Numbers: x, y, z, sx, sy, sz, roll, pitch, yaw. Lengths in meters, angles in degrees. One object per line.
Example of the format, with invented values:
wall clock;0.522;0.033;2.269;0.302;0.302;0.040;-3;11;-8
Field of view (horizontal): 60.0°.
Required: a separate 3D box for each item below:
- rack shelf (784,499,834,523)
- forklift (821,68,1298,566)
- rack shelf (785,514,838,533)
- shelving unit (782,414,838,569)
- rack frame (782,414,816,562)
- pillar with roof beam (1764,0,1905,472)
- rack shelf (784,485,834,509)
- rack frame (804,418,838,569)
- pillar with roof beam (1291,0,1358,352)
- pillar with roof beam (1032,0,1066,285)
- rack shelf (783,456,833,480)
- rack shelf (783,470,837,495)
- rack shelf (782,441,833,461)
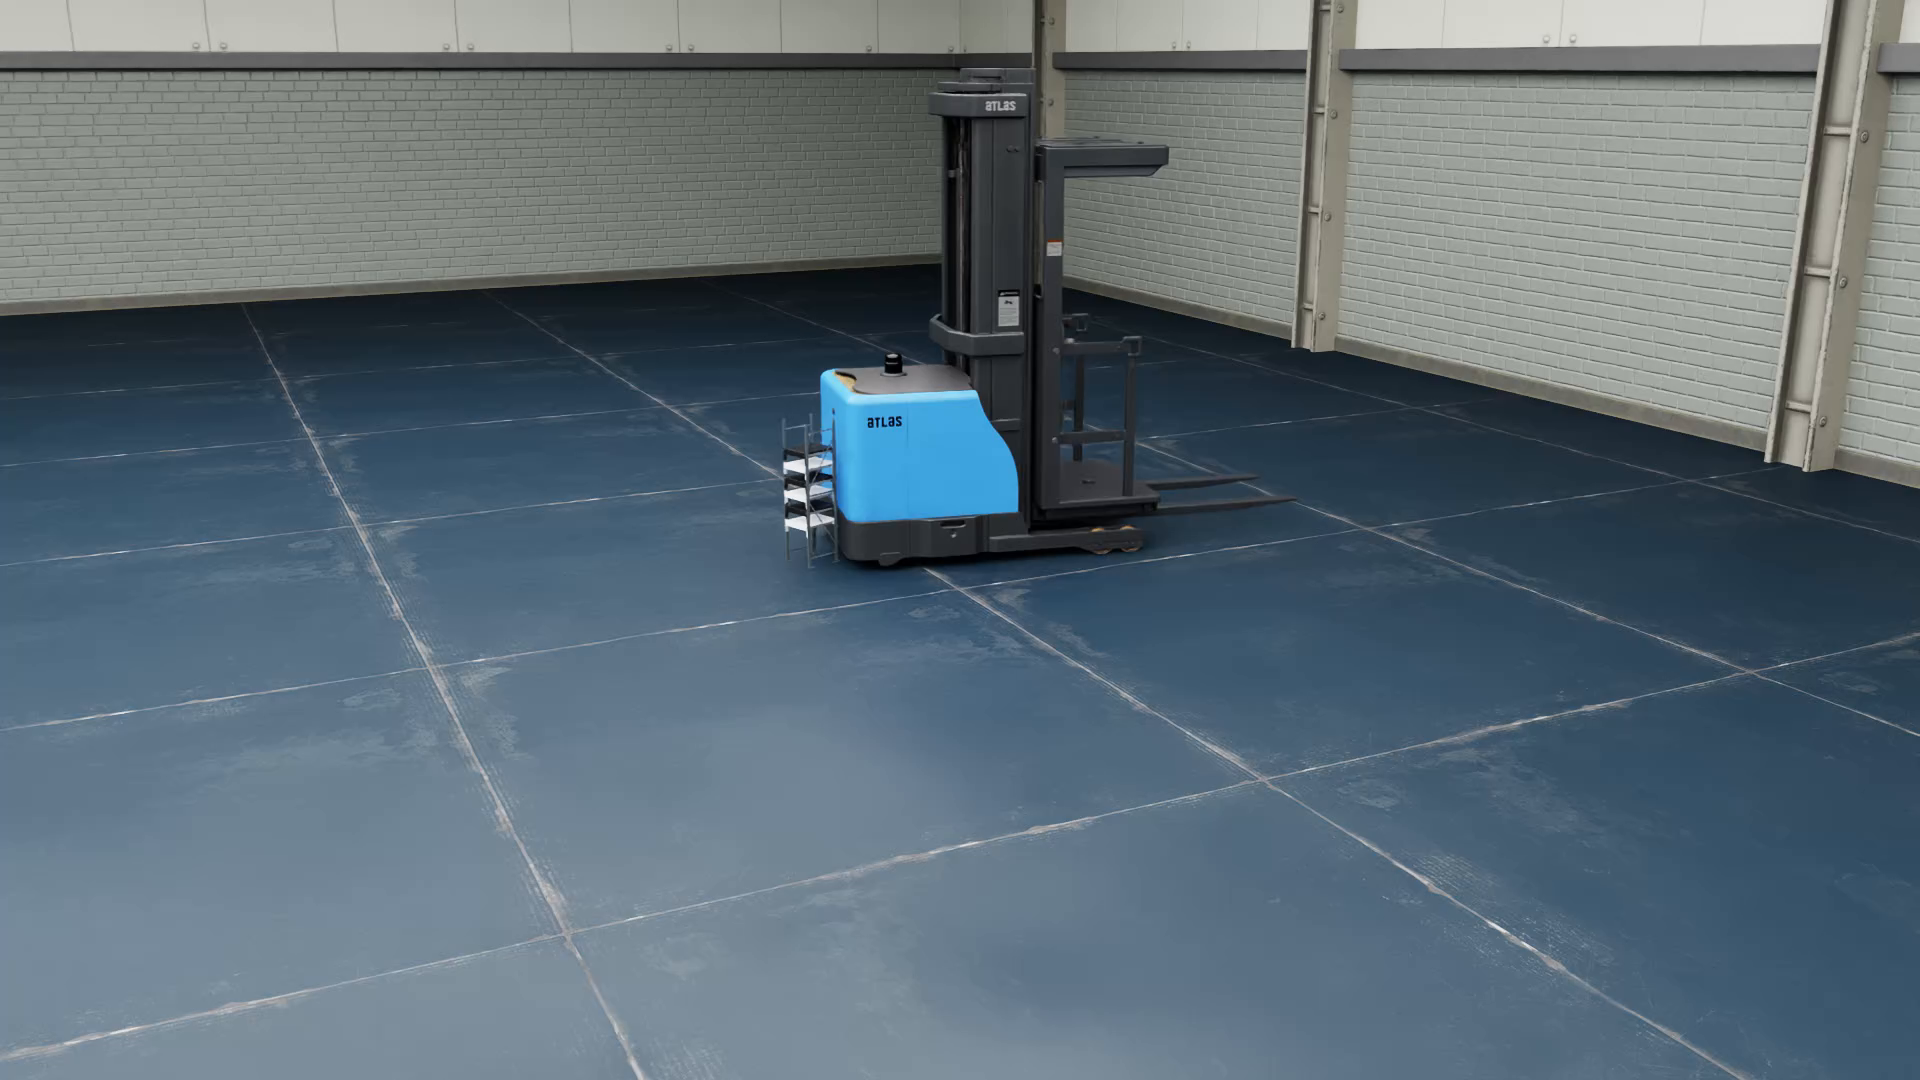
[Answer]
rack shelf;-0.914;-0.181;10.196;0.200;0.077;0.258;15;22;42
forklift;0.669;-1.451;10.495;3.031;2.935;1.130;-4;17;-14
rack shelf;-0.914;-0.094;10.221;0.200;0.077;0.258;15;22;42
shelving unit;-0.914;-0.299;10.162;0.210;0.900;0.258;15;22;42
rack frame;-0.987;-0.319;10.230;0.006;0.900;0.240;15;22;42
pillar with roof beam;2.577;-4.385;9.717;9.100;9.000;0.400;-8;18;-25
rack shelf;-0.914;-0.267;10.171;0.200;0.077;0.258;15;22;42
rack frame;-0.841;-0.280;10.094;0.006;0.900;0.240;15;22;42
pillar with roof beam;-0.052;-5.873;14.902;9.100;9.000;0.400;-8;18;-25
pillar with roof beam;-2.680;-7.361;20.086;9.100;9.000;0.400;-8;18;-25
rack shelf;-0.914;-0.440;10.121;0.200;0.077;0.258;15;22;42
rack shelf;-0.914;-0.354;10.146;0.200;0.077;0.258;15;22;42
rack shelf;-0.914;-0.527;10.097;0.200;0.077;0.258;15;22;42
